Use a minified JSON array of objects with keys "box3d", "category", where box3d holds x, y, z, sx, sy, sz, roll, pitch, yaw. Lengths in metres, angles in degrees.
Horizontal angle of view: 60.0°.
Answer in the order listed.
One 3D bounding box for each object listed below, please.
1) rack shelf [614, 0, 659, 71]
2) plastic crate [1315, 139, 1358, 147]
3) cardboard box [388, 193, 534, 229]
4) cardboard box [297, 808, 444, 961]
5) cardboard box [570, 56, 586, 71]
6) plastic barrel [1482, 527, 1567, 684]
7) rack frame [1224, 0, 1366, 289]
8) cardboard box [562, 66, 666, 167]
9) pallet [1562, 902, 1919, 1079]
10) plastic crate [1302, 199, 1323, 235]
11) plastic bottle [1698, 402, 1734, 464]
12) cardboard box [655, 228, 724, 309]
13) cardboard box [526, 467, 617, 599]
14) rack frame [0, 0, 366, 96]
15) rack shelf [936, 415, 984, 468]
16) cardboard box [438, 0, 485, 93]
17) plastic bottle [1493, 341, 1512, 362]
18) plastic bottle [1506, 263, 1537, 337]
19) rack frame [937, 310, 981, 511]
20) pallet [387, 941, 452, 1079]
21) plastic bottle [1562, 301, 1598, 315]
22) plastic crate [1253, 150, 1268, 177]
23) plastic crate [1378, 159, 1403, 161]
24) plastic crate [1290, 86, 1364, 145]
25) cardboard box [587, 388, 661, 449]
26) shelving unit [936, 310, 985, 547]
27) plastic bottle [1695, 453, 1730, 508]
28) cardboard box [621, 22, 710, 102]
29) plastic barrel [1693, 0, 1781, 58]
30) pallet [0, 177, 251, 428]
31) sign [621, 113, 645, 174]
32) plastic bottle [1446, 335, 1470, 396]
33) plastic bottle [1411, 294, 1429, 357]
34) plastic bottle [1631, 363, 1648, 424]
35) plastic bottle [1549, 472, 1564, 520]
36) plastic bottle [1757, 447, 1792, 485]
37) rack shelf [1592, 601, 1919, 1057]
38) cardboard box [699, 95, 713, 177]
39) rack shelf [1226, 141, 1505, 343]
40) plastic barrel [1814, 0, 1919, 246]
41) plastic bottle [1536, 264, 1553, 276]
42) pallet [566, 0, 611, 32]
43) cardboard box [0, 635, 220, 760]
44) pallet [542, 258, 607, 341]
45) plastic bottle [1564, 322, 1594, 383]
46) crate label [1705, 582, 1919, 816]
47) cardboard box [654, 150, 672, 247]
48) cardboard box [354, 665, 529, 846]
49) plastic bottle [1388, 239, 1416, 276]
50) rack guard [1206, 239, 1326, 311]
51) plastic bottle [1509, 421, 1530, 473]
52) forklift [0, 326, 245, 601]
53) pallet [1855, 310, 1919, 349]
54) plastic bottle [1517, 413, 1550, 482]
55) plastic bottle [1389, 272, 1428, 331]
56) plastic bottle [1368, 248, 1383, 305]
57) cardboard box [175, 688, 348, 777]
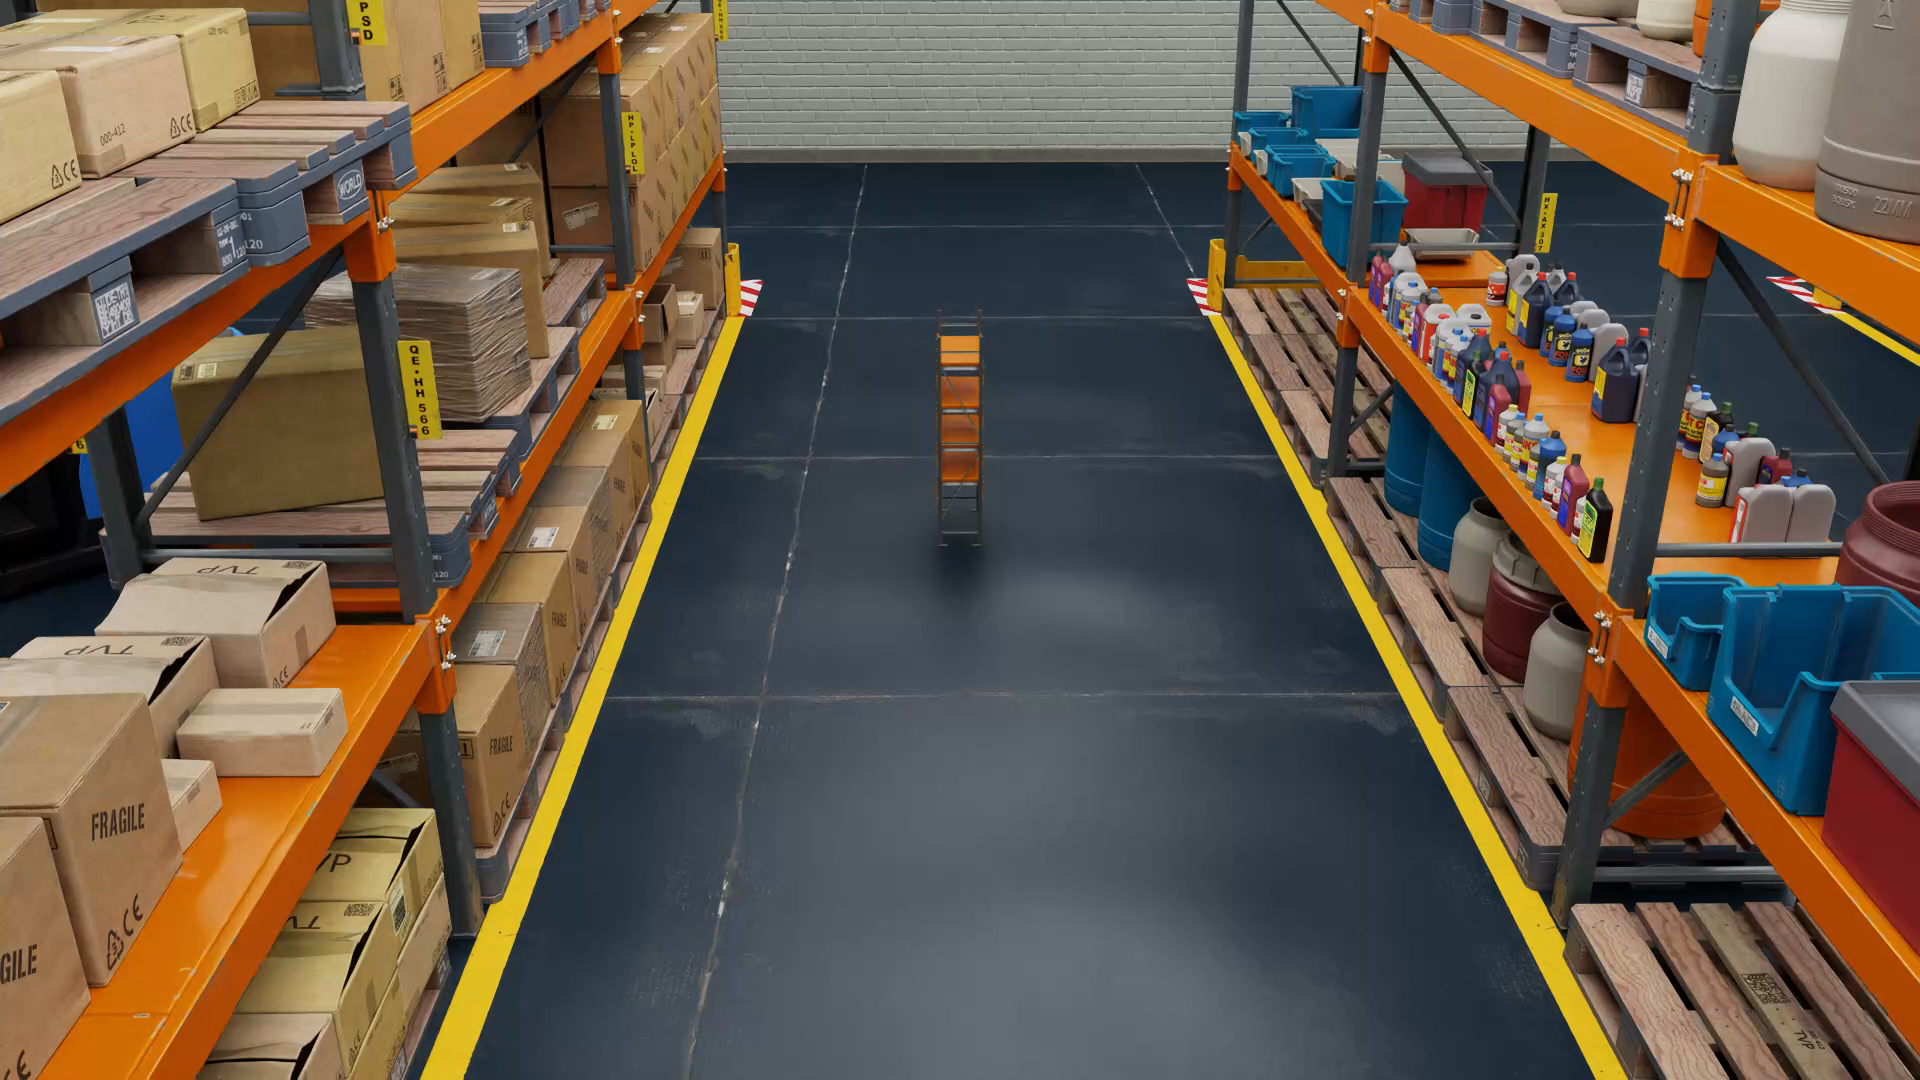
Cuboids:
[{"box3d":[-2.324,-3.451,10.474,1.077,0.370,4.000,0,24,-1],"category":"rack shelf"},{"box3d":[2.797,-2.829,12.112,0.396,0.136,0.243,0,24,-1],"category":"plastic crate"},{"box3d":[-2.450,-1.346,7.955,0.700,0.500,0.500,4,25,8],"category":"cardboard box"},{"box3d":[-2.006,1.081,5.367,0.500,0.311,0.500,0,24,1],"category":"cardboard box"},{"box3d":[-2.580,-2.715,10.279,0.500,0.500,0.500,0,24,0],"category":"cardboard box"},{"box3d":[2.660,0.280,7.408,0.600,0.588,0.708,0,24,-1],"category":"plastic barrel"},{"box3d":[2.608,-3.257,12.812,1.000,3.000,0.127,0,24,-1],"category":"rack frame"},{"box3d":[-2.032,-2.497,9.797,0.500,0.500,0.500,-1,24,-2],"category":"cardboard box"},{"box3d":[2.664,1.629,5.391,1.003,0.211,1.213,0,24,-1],"category":"pallet"},{"box3d":[2.370,-1.971,10.229,0.437,0.125,0.590,0,24,-1],"category":"plastic crate"},{"box3d":[3.050,-0.428,6.699,0.061,0.283,0.133,0,24,-1],"category":"plastic bottle"},{"box3d":[-2.093,-2.075,12.697,0.500,0.500,0.500,0,24,-1],"category":"cardboard box"},{"box3d":[-2.008,-0.037,8.192,0.500,0.500,0.500,0,24,0],"category":"cardboard box"},{"box3d":[-2.258,-2.673,4.241,1.000,3.000,0.127,0,24,-1],"category":"rack frame"},{"box3d":[-0.002,-0.554,9.181,0.258,0.148,0.480,0,24,-1],"category":"rack shelf"},{"box3d":[-2.308,-1.956,6.174,0.910,0.500,0.500,0,24,-1],"category":"cardboard box"},{"box3d":[2.408,-0.753,7.431,0.097,0.271,0.097,0,24,0],"category":"plastic bottle"},{"box3d":[2.844,-1.208,8.342,0.144,0.351,0.185,0,24,-1],"category":"plastic bottle"},{"box3d":[-0.004,-0.715,9.376,0.240,1.200,0.015,0,24,-1],"category":"rack frame"},{"box3d":[-2.288,1.670,5.301,1.003,0.211,1.213,0,24,-1],"category":"pallet"},{"box3d":[2.988,-1.033,8.045,0.152,0.276,0.135,0,24,-1],"category":"plastic bottle"},{"box3d":[2.209,-2.649,11.714,0.250,0.136,0.298,0,24,-1],"category":"plastic crate"},{"box3d":[2.886,-2.363,10.965,0.416,0.233,0.300,0,24,-1],"category":"plastic crate"},{"box3d":[2.798,-3.163,12.489,0.616,0.435,0.499,0,24,-1],"category":"plastic crate"},{"box3d":[-2.090,-0.737,9.969,0.500,0.311,0.500,0,24,-1],"category":"cardboard box"},{"box3d":[-0.002,-0.615,9.154,0.258,1.200,0.503,0,24,-1],"category":"shelving unit"},{"box3d":[2.884,-0.232,6.365,0.097,0.201,0.097,0,24,0],"category":"plastic bottle"},{"box3d":[-2.059,-3.347,11.676,0.500,0.500,0.500,0,24,1],"category":"cardboard box"},{"box3d":[2.692,-1.948,5.247,0.600,0.830,0.708,0,24,-1],"category":"plastic barrel"},{"box3d":[-2.146,-0.481,3.262,1.003,0.211,1.213,1,24,2],"category":"pallet"},{"box3d":[-1.747,-2.120,8.892,0.100,0.325,0.005,0,24,-1],"category":"sign"},{"box3d":[2.263,-0.793,7.519,0.097,0.271,0.097,0,24,0],"category":"plastic bottle"},{"box3d":[2.238,-1.037,8.044,0.061,0.283,0.133,0,24,-1],"category":"plastic bottle"},{"box3d":[2.998,-0.655,7.209,0.152,0.276,0.135,0,24,-1],"category":"plastic bottle"},{"box3d":[2.278,-0.178,6.244,0.097,0.201,0.097,0,24,0],"category":"plastic bottle"},{"box3d":[3.055,-0.223,6.244,0.061,0.283,0.133,0,24,-1],"category":"plastic bottle"},{"box3d":[2.717,1.191,3.849,1.077,0.370,4.000,0,24,-1],"category":"rack shelf"},{"box3d":[-2.059,-2.885,11.867,0.500,0.500,0.500,0,24,0],"category":"cardboard box"},{"box3d":[2.629,-2.105,11.138,1.077,0.370,4.000,0,24,-1],"category":"rack shelf"},{"box3d":[2.487,-1.216,4.051,0.600,0.901,0.600,0,24,0],"category":"plastic barrel"},{"box3d":[3.027,-1.300,8.625,0.061,0.283,0.133,0,24,-1],"category":"plastic bottle"},{"box3d":[-2.365,-2.600,7.947,1.213,0.211,1.003,0,24,-1],"category":"pallet"},{"box3d":[-2.442,0.470,4.679,0.500,0.311,0.500,-1,24,-1],"category":"cardboard box"},{"box3d":[-2.402,-1.171,8.432,1.003,0.211,1.213,0,24,-1],"category":"pallet"},{"box3d":[2.868,-0.872,7.693,0.097,0.271,0.097,0,24,0],"category":"plastic bottle"},{"box3d":[2.435,0.434,4.608,0.502,0.435,0.616,0,24,-1],"category":"crate label"},{"box3d":[-2.044,-2.056,10.034,0.500,0.500,0.500,0,24,0],"category":"cardboard box"},{"box3d":[-1.977,0.810,6.319,0.500,0.500,0.500,1,24,2],"category":"cardboard box"},{"box3d":[2.331,-1.423,8.817,0.144,0.351,0.185,0,24,-1],"category":"plastic bottle"},{"box3d":[2.594,-2.128,13.348,1.175,0.500,0.348,0,24,-1],"category":"rack guard"},{"box3d":[2.273,-0.378,6.687,0.097,0.201,0.097,0,24,0],"category":"plastic bottle"},{"box3d":[-5.258,-1.182,8.306,3.031,2.935,1.130,-22,32,-39],"category":"forklift"},{"box3d":[7.647,-1.680,12.708,1.003,0.211,1.213,0,24,-1],"category":"pallet"},{"box3d":[2.274,-0.370,6.584,0.097,0.271,0.097,0,24,0],"category":"plastic bottle"},{"box3d":[2.279,-1.209,8.434,0.152,0.276,0.135,0,24,-1],"category":"plastic bottle"},{"box3d":[2.229,-1.403,8.853,0.061,0.283,0.133,0,24,-1],"category":"plastic bottle"},{"box3d":[-1.972,0.544,4.712,0.380,0.149,0.250,0,24,-1],"category":"cardboard box"}]
